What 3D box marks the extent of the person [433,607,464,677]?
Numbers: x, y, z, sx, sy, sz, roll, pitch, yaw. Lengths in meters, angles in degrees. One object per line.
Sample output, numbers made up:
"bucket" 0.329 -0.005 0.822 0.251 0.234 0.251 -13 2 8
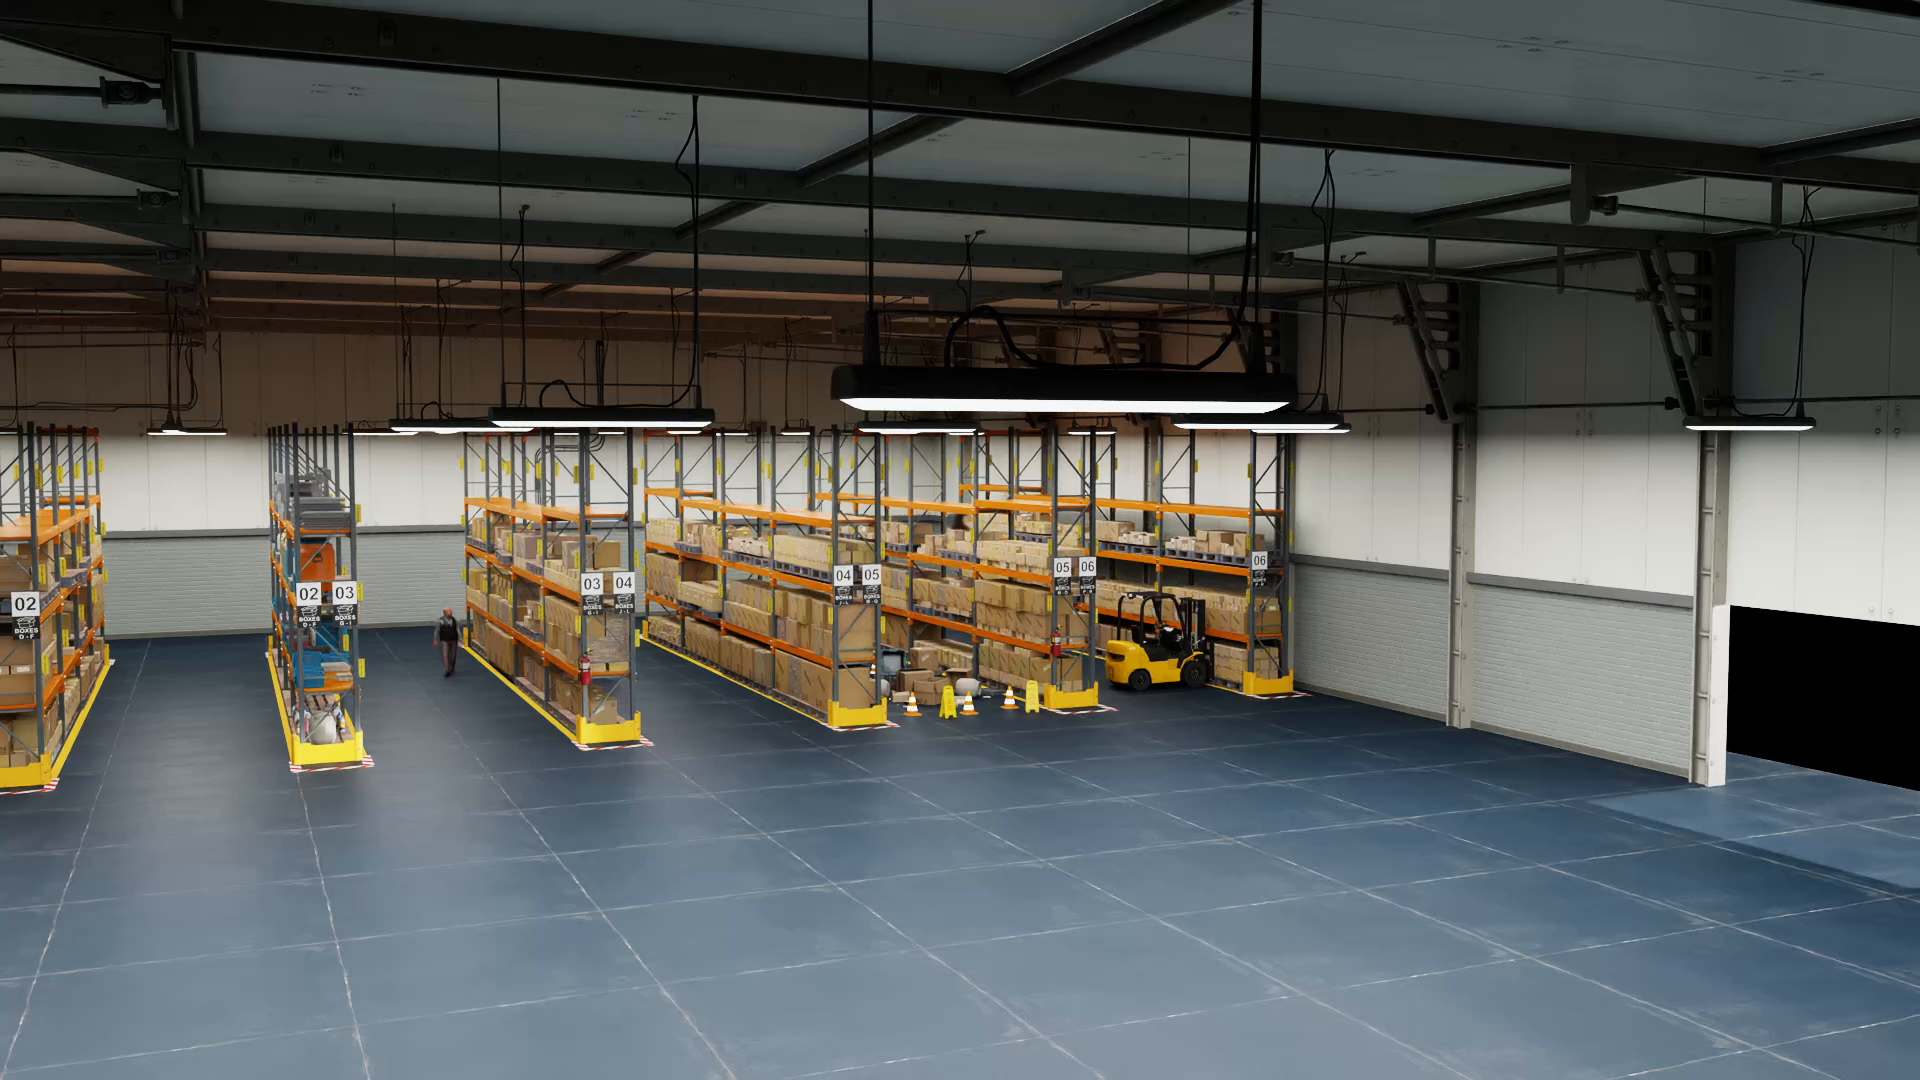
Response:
"person" -12.328 2.439 40.045 0.713 1.676 1.065 -1 4 -23
